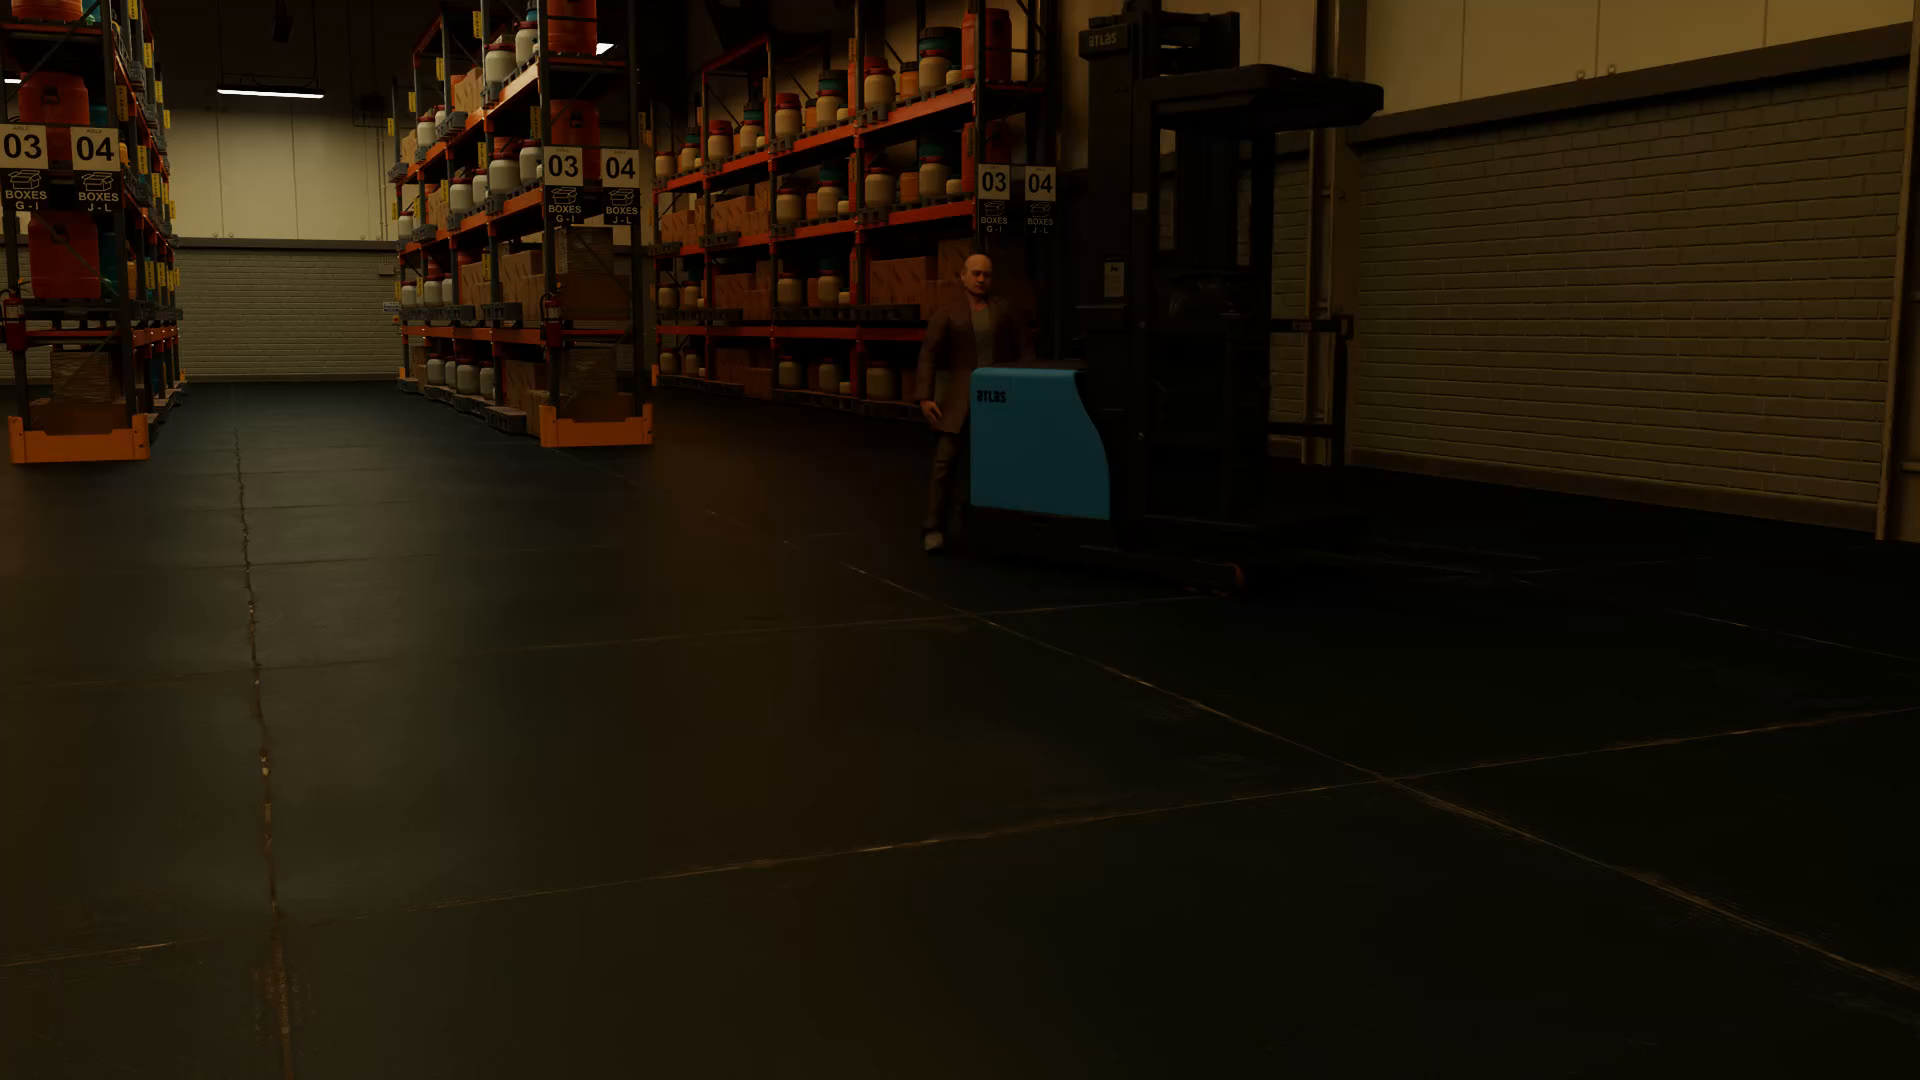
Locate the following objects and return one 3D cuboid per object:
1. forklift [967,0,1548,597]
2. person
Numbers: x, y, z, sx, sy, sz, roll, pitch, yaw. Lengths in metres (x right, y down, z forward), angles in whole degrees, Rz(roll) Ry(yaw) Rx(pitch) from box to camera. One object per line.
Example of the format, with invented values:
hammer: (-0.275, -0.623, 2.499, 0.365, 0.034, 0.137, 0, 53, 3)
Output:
forklift: (1.447, -1.254, 8.450, 3.031, 2.935, 1.130, 7, 10, 44)
person: (0.113, -0.802, 9.682, 0.763, 1.723, 0.757, -1, 8, -5)
